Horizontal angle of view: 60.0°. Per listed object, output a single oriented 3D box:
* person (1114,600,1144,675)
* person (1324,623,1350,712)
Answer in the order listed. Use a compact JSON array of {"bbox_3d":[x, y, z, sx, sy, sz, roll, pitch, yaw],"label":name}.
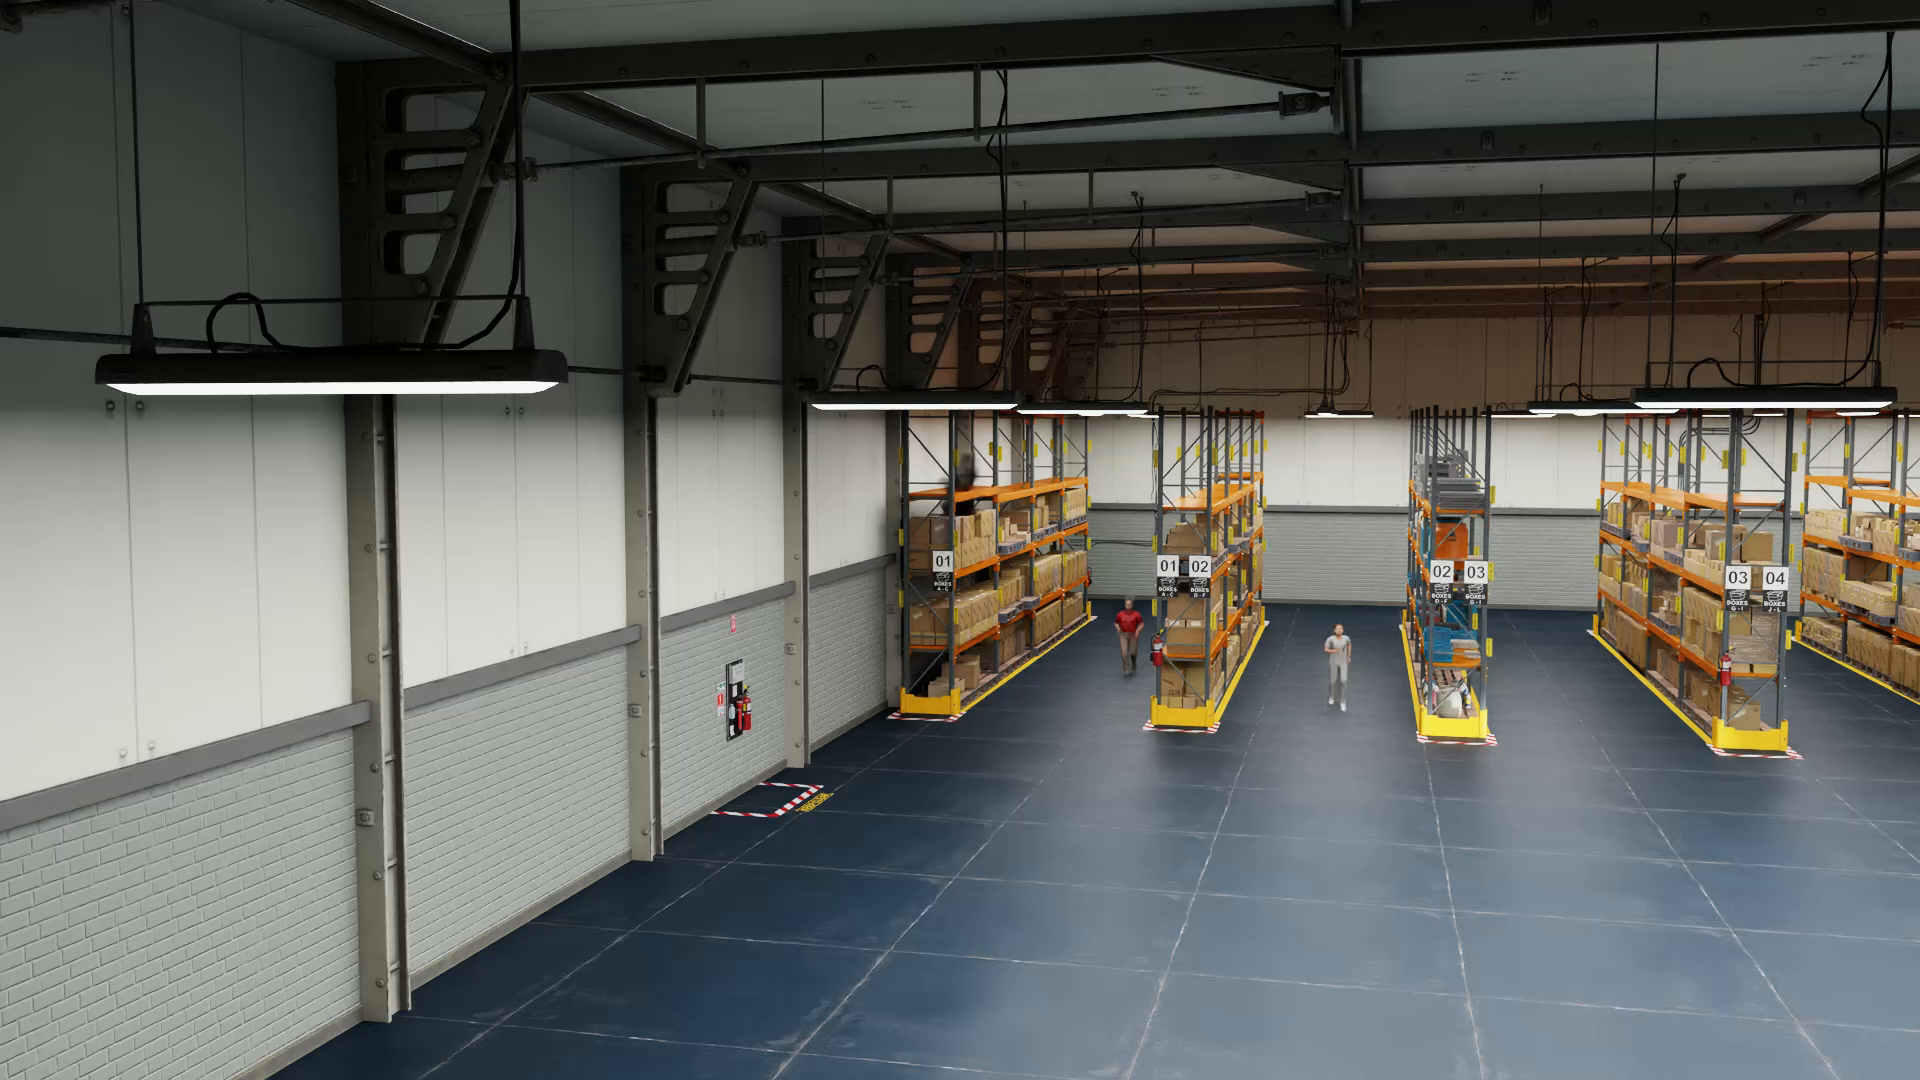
[{"bbox_3d":[3.795,2.197,37.487,0.659,1.667,0.600,1,4,10],"label":"person"},{"bbox_3d":[7.515,2.499,33.124,0.566,1.721,0.831,0,4,2],"label":"person"}]
